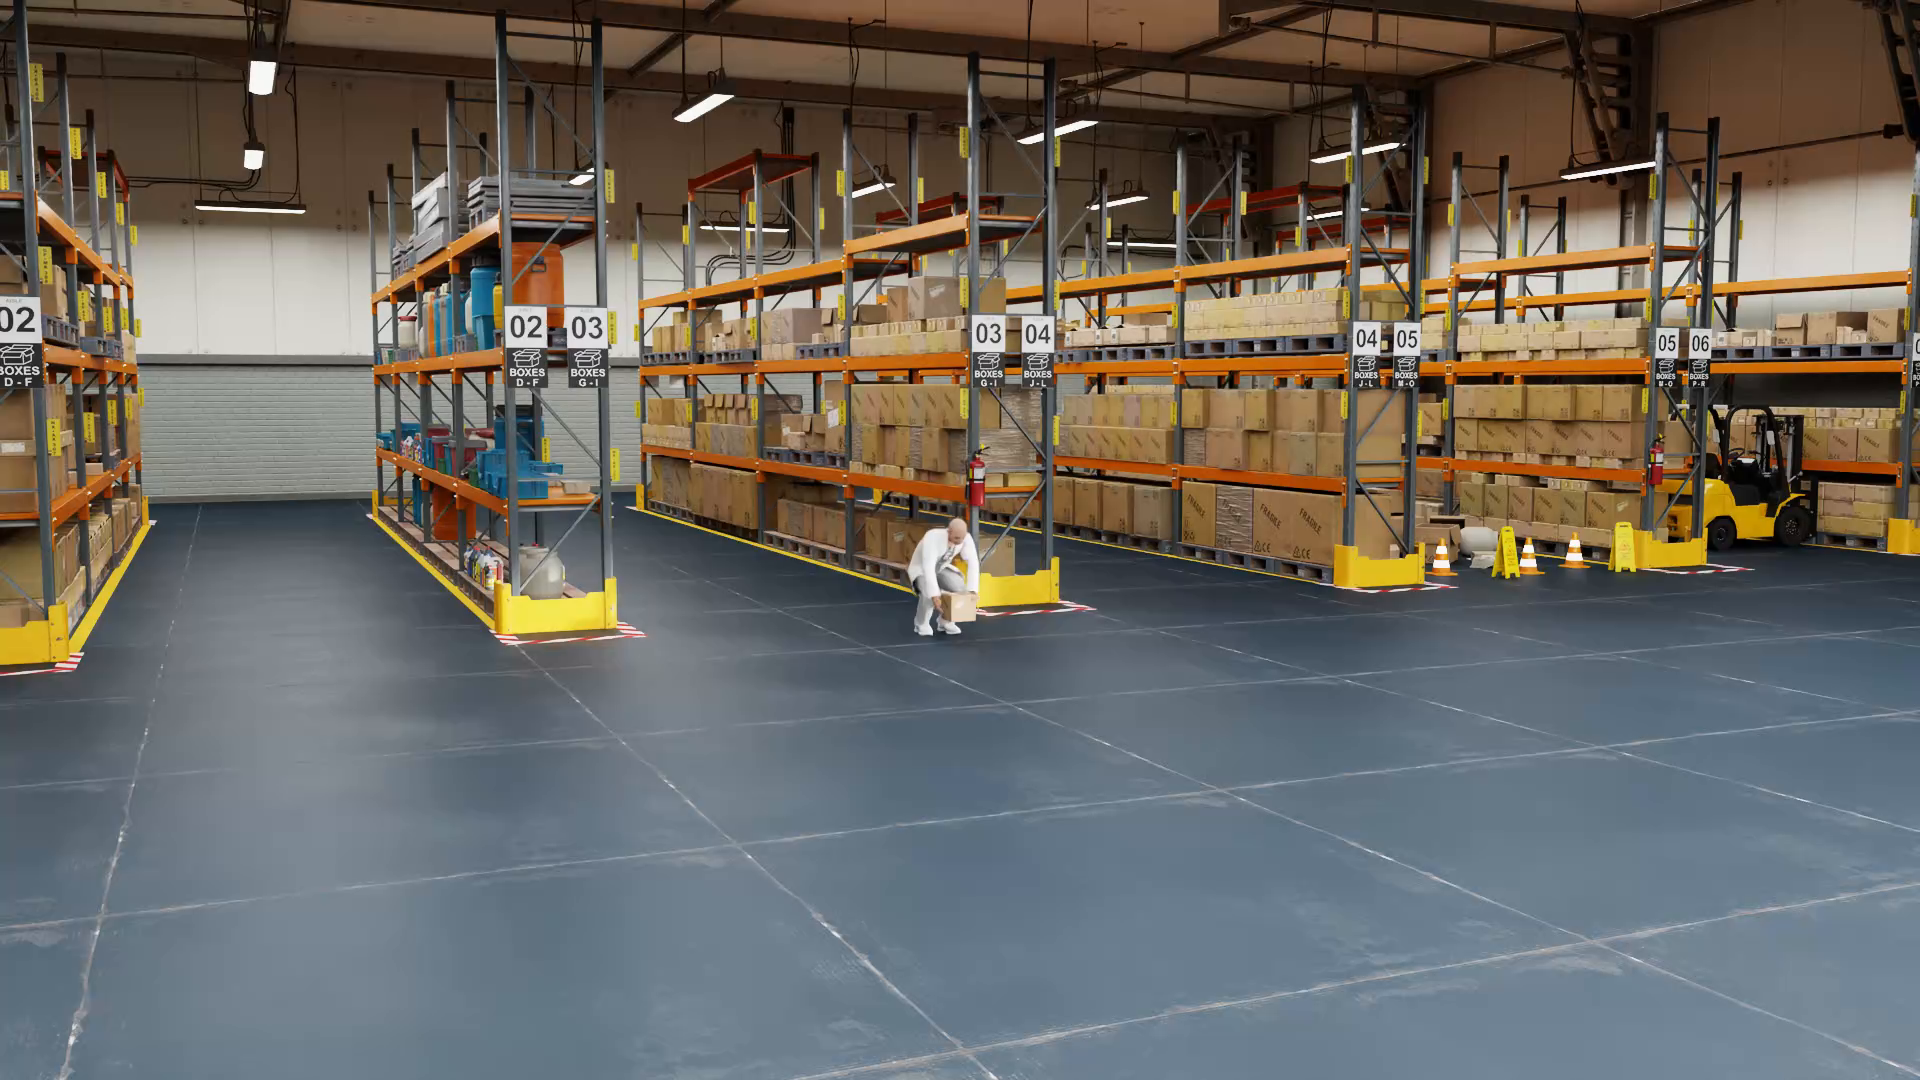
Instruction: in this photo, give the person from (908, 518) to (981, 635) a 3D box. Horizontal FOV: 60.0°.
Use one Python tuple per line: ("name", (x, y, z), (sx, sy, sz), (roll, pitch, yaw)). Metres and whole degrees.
("person", (-0.171, 0.354, 16.261), (0.625, 1.154, 0.836), (-2, 6, -24))
